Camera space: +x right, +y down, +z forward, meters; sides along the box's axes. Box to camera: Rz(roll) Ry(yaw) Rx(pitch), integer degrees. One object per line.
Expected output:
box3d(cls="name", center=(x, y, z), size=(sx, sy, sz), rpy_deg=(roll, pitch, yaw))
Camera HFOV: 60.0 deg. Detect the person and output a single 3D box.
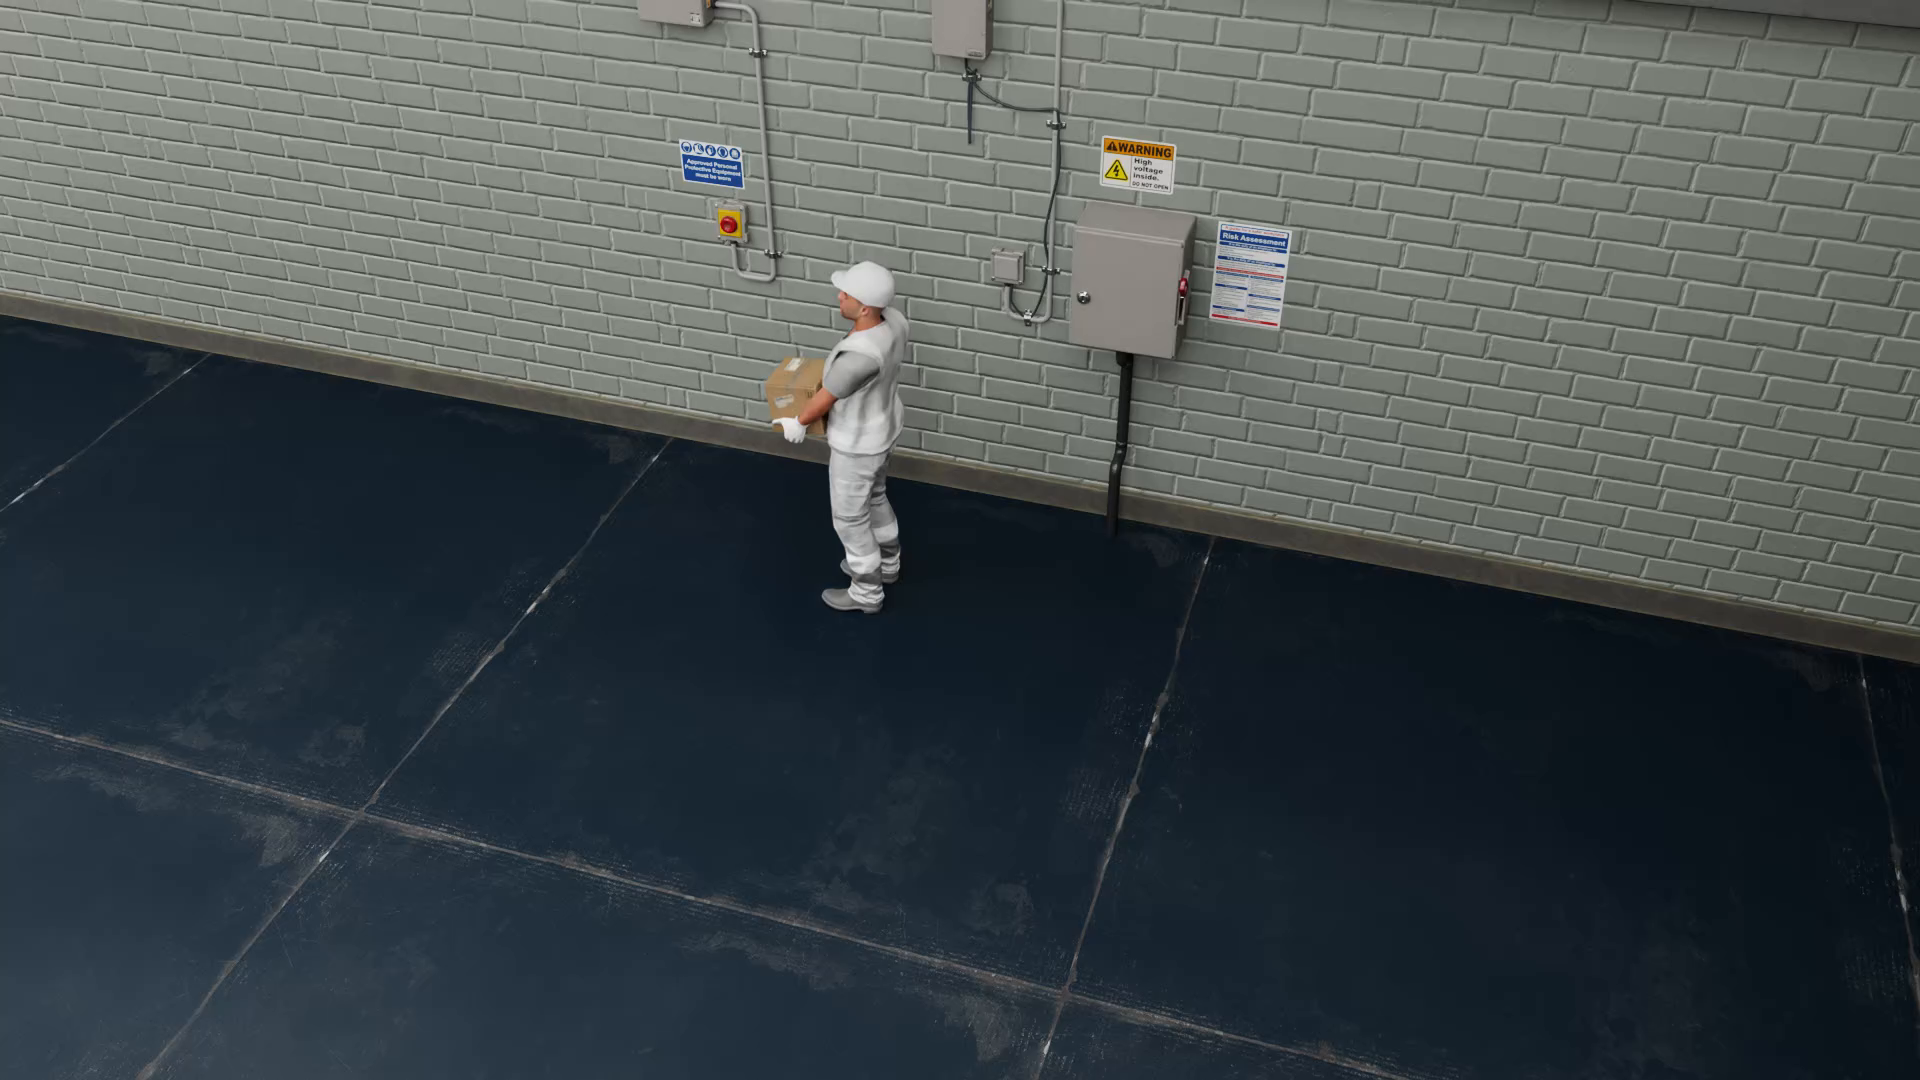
box3d(cls="person", center=(-0.536, -0.474, 7.513), size=(0.568, 1.783, 0.494), rpy_deg=(11, 38, 15))
